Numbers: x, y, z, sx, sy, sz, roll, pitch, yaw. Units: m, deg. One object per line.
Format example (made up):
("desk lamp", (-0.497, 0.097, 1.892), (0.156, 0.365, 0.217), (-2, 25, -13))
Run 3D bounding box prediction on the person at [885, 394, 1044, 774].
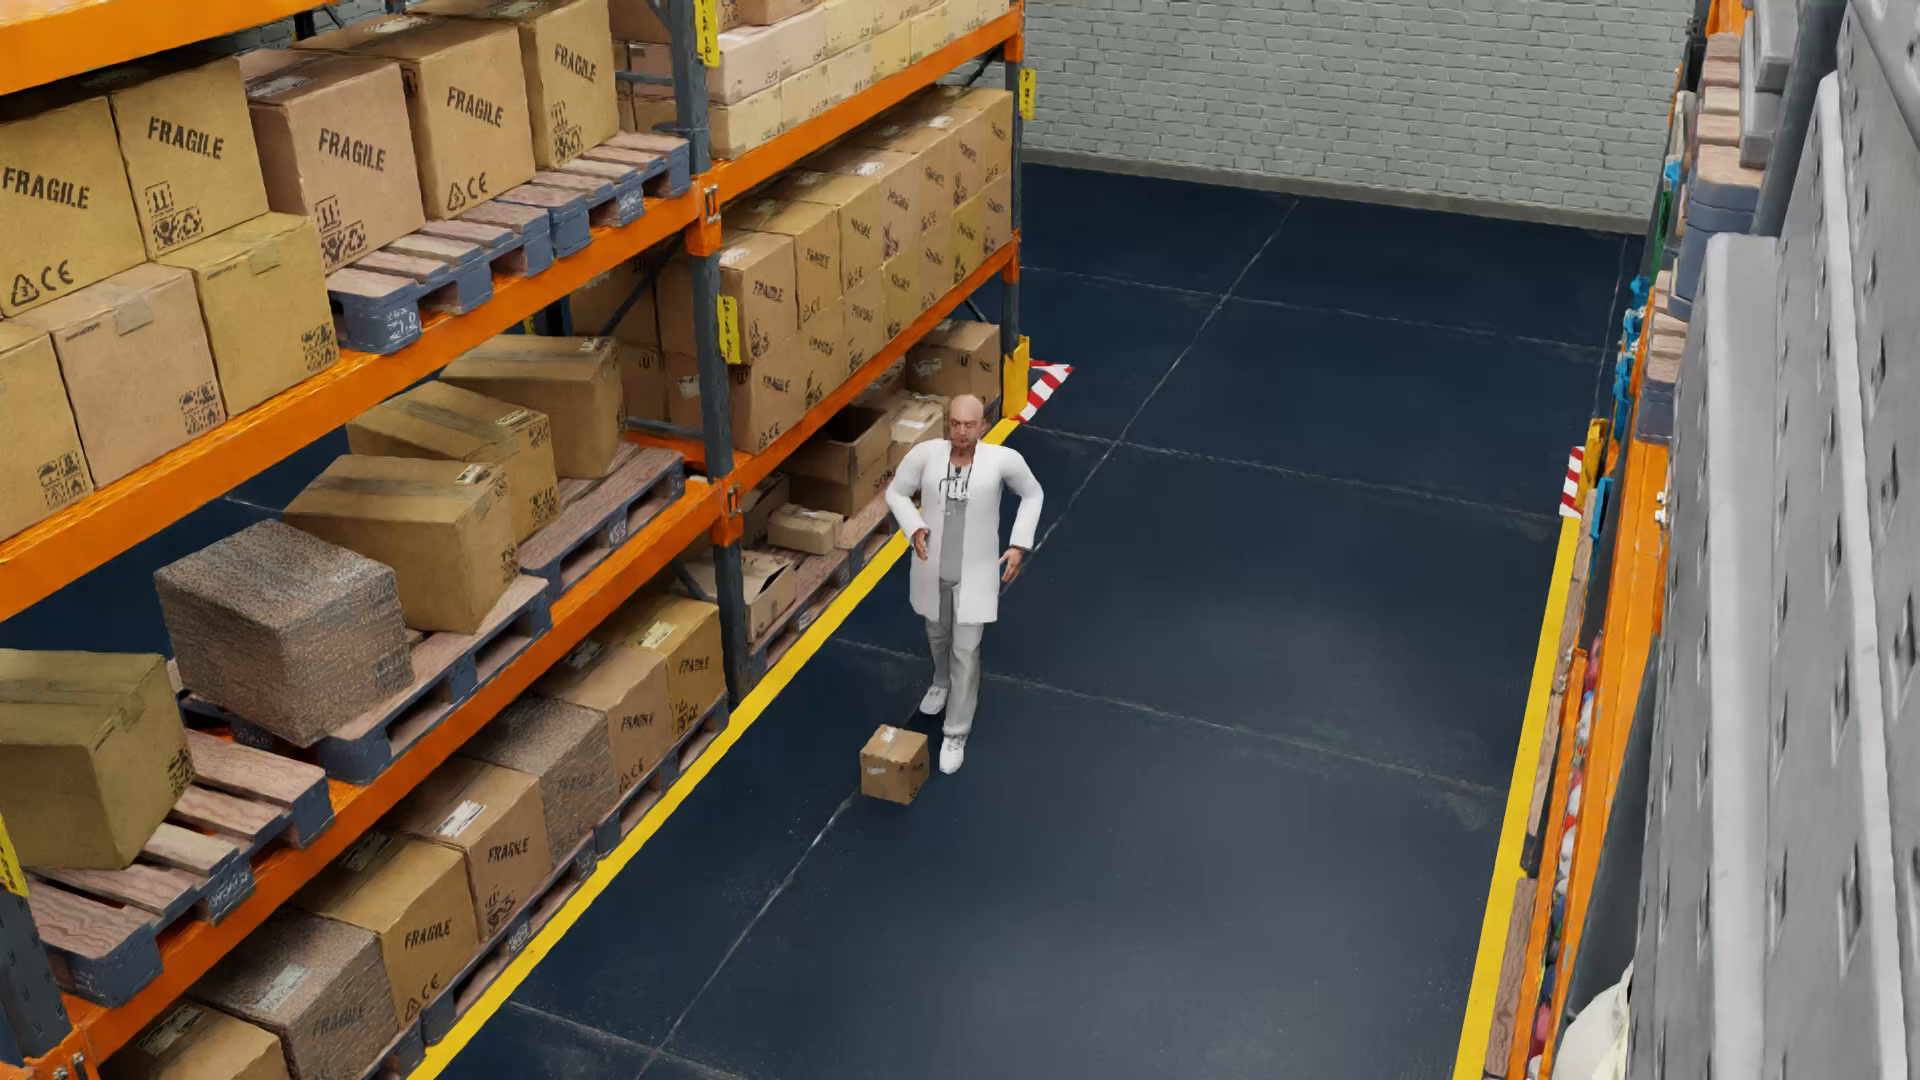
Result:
("person", (-0.028, 0.190, 8.095), (0.760, 1.791, 0.787), (6, 30, 11))
